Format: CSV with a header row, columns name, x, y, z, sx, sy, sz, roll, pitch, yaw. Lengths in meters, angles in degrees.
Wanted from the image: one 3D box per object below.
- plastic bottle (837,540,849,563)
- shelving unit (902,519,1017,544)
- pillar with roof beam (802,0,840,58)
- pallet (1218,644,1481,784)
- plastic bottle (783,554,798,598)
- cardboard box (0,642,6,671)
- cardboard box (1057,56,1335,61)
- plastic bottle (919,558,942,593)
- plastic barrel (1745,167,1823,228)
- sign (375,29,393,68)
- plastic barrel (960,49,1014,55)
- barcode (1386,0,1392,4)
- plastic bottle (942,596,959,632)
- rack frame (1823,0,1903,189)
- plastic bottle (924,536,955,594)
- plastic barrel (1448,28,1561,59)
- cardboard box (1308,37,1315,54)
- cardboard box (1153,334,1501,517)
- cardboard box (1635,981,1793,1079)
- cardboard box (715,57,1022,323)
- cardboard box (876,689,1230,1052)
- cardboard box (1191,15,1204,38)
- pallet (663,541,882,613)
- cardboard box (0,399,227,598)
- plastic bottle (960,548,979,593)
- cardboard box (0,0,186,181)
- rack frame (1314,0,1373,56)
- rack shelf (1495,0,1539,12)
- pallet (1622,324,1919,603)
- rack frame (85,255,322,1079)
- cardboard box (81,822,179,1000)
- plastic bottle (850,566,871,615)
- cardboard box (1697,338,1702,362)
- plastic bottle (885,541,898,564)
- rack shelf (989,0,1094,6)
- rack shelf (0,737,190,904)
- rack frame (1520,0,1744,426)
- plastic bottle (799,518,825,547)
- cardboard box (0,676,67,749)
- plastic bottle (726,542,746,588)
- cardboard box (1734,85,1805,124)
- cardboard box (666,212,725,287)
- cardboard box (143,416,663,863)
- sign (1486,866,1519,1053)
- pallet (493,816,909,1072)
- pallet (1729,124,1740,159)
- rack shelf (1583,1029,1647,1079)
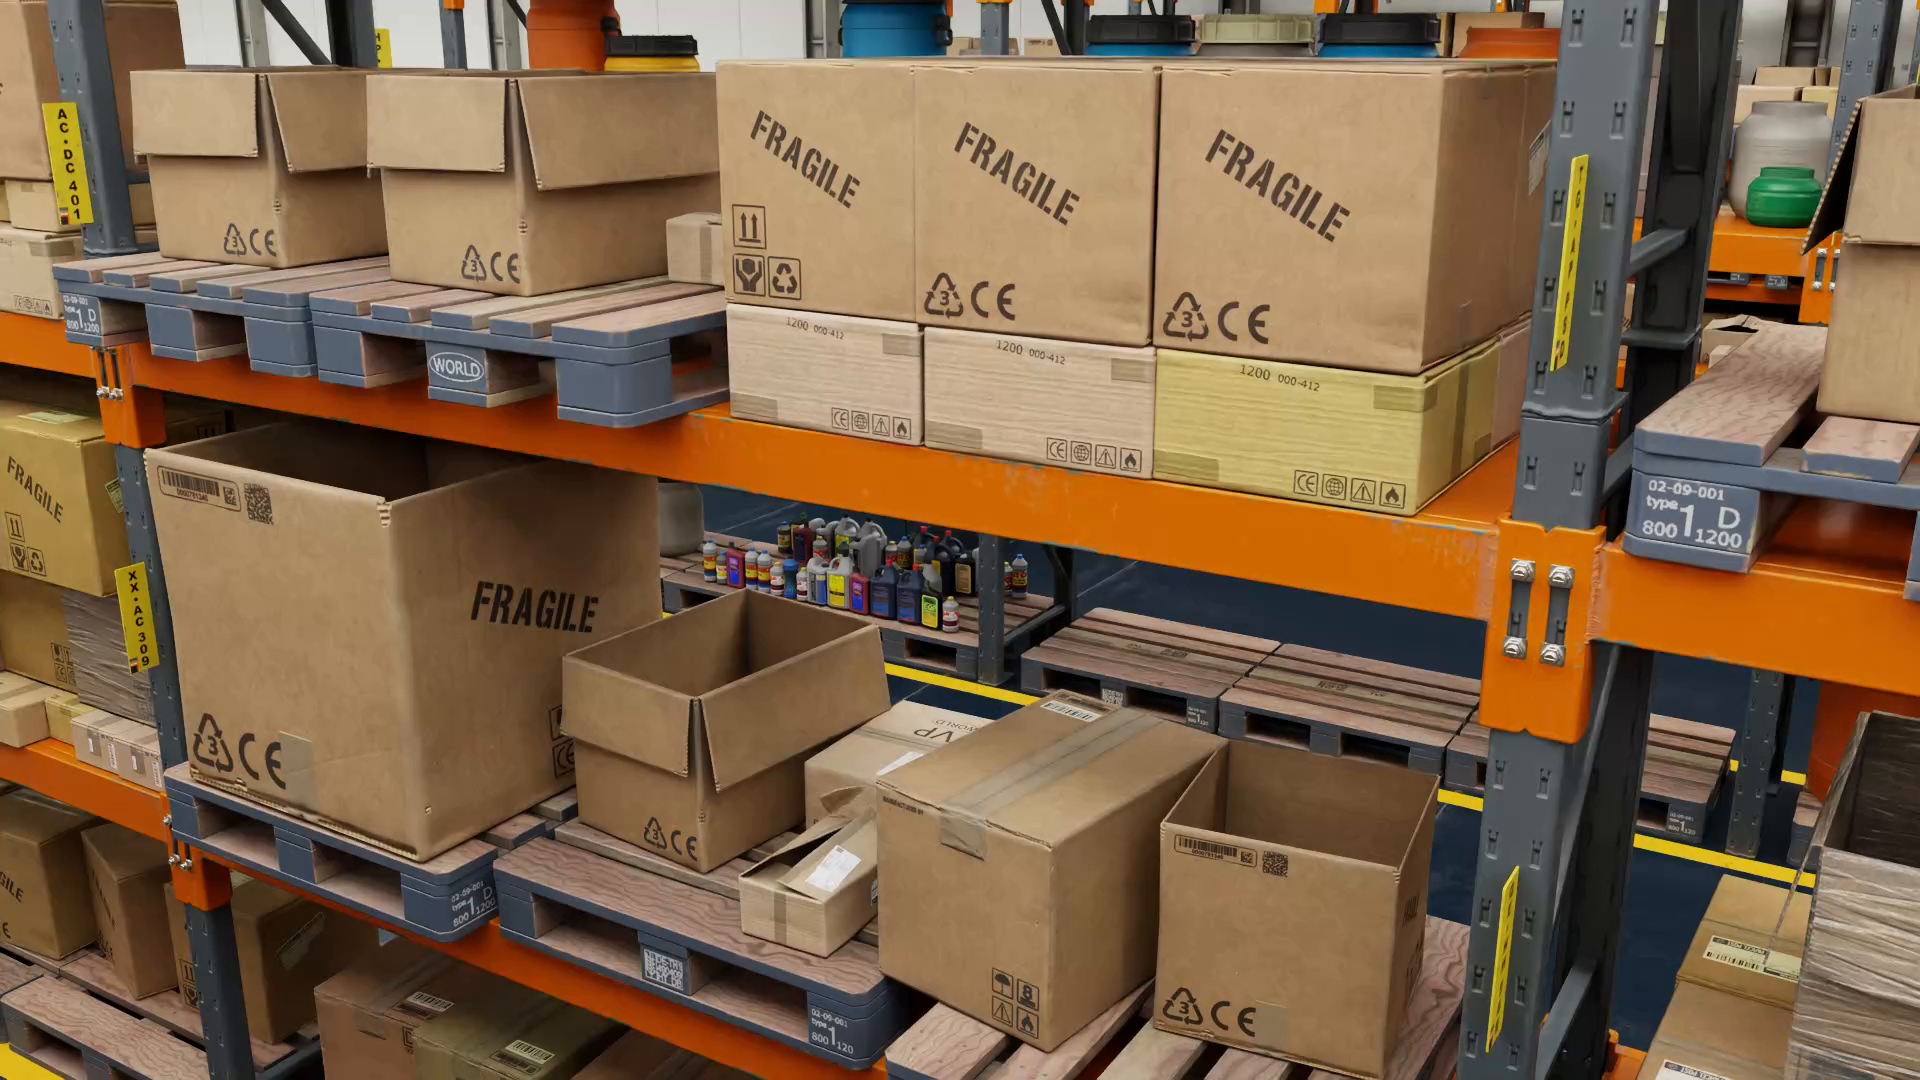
name,x,y,z,sx,sy,sz,roll,pitch,yaw
plastic bottle,-0.762,0.102,10.942,0.097,0.201,0.097,0,17,0
shelving unit,-0.006,-0.719,12.167,0.755,1.500,0.431,10,20,30
pillar with roof beam,-4.124,-6.602,18.634,0.400,9.000,9.100,10,20,30
pallet,2.150,0.914,9.010,1.213,0.211,1.003,10,20,30
plastic bottle,-1.060,0.222,10.427,0.097,0.271,0.097,0,17,0
cardboard box,-3.413,0.101,6.203,0.500,0.500,0.875,10,20,30
cardboard box,0.537,-0.816,3.714,0.500,0.500,0.500,10,20,30
plastic bottle,-0.208,0.279,10.102,0.185,0.351,0.144,10,20,30
plastic barrel,3.588,-1.493,7.242,0.294,0.245,0.294,0,17,0
sign,-1.888,-1.498,5.424,0.005,0.325,0.100,10,20,30
plastic barrel,0.152,-2.519,9.439,0.421,0.512,0.421,0,17,0
barcode,4.642,-5.831,17.988,0.075,0.075,0.001,10,20,30
plastic bottle,-0.056,0.435,9.846,0.097,0.201,0.097,0,17,0
rack frame,3.825,-2.978,6.701,0.127,3.000,1.000,10,20,30
plastic bottle,-0.130,0.152,10.522,0.185,0.351,0.144,10,20,30
plastic barrel,2.681,-2.026,7.990,0.708,0.830,0.600,10,20,30
cardboard box,2.721,-3.835,13.548,0.500,0.500,0.500,12,21,35
cardboard box,0.699,-0.256,3.159,0.500,0.250,0.500,10,20,30
cardboard box,1.505,1.213,3.055,0.500,0.500,0.500,11,20,32
cardboard box,-0.161,-0.768,3.555,0.500,0.500,0.500,11,20,31
cardboard box,0.224,0.738,3.895,0.500,0.500,0.700,14,22,38
cardboard box,2.795,-5.541,18.375,0.500,0.500,0.500,10,19,29
pallet,-1.178,0.321,10.962,1.213,0.211,1.003,10,20,30
cardboard box,-2.703,-0.158,5.336,0.500,0.500,0.500,10,20,30
plastic bottle,0.084,0.178,10.565,0.135,0.276,0.152,11,20,32
cardboard box,-2.693,-1.359,4.989,0.500,0.500,0.500,9,19,28
rack frame,3.012,-4.812,12.741,0.127,3.000,1.000,10,20,30
rack shelf,7.305,-5.200,15.943,4.000,0.370,1.077,10,20,30
pallet,1.809,-0.141,2.847,1.003,0.211,1.213,11,20,33
rack frame,-2.176,0.511,5.538,0.127,3.000,1.000,10,20,30
cardboard box,-2.988,1.350,6.354,0.500,0.500,0.500,-14,22,-38
plastic bottle,-0.607,0.303,10.138,0.133,0.283,0.061,12,20,34
cardboard box,5.304,-1.393,12.239,0.250,0.149,0.380,12,21,34
plastic bottle,-0.444,0.110,10.917,0.097,0.201,0.097,0,17,0
rack shelf,2.121,-2.746,7.865,4.000,0.370,1.077,10,20,30
rack shelf,-3.880,0.551,6.644,4.000,0.370,1.077,10,20,30
rack frame,1.233,-1.751,2.663,0.127,3.000,1.000,10,20,30
plastic bottle,-0.997,-0.015,11.200,0.135,0.276,0.152,10,20,30
cardboard box,-3.174,0.568,5.784,0.250,0.149,0.380,10,20,30
plastic bottle,-1.427,0.157,10.620,0.133,0.283,0.061,10,20,31
cardboard box,5.548,-3.028,11.564,0.500,0.250,0.500,11,20,32
cardboard box,-0.526,-0.753,4.217,0.250,0.166,0.380,9,19,29
cardboard box,-1.572,0.179,4.878,1.000,1.000,1.000,10,20,30
sign,0.957,0.739,2.931,0.005,0.325,0.100,10,20,30
pallet,-0.475,0.920,4.521,1.213,0.211,1.003,10,20,30
pallet,5.795,-2.759,11.468,1.003,0.211,1.213,11,20,33
rack shelf,2.937,1.768,2.638,4.000,0.370,1.077,10,20,30
